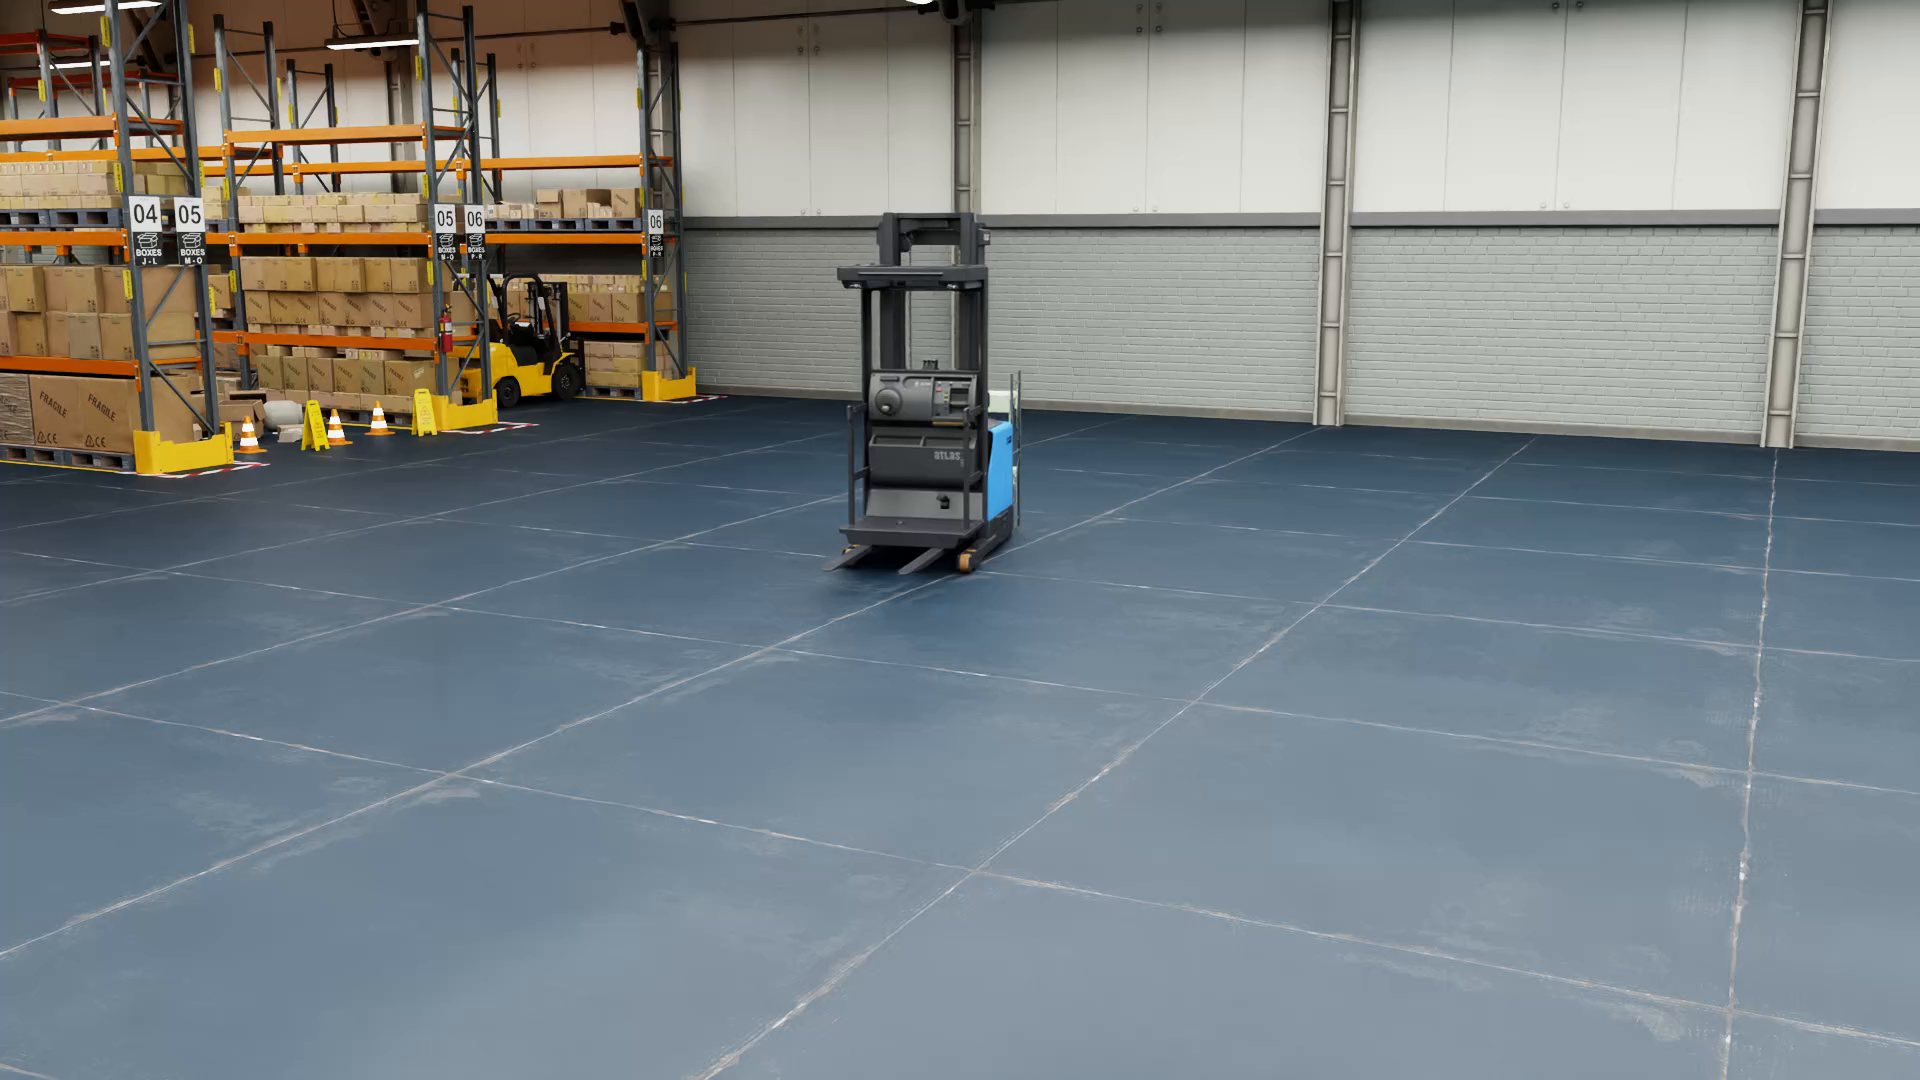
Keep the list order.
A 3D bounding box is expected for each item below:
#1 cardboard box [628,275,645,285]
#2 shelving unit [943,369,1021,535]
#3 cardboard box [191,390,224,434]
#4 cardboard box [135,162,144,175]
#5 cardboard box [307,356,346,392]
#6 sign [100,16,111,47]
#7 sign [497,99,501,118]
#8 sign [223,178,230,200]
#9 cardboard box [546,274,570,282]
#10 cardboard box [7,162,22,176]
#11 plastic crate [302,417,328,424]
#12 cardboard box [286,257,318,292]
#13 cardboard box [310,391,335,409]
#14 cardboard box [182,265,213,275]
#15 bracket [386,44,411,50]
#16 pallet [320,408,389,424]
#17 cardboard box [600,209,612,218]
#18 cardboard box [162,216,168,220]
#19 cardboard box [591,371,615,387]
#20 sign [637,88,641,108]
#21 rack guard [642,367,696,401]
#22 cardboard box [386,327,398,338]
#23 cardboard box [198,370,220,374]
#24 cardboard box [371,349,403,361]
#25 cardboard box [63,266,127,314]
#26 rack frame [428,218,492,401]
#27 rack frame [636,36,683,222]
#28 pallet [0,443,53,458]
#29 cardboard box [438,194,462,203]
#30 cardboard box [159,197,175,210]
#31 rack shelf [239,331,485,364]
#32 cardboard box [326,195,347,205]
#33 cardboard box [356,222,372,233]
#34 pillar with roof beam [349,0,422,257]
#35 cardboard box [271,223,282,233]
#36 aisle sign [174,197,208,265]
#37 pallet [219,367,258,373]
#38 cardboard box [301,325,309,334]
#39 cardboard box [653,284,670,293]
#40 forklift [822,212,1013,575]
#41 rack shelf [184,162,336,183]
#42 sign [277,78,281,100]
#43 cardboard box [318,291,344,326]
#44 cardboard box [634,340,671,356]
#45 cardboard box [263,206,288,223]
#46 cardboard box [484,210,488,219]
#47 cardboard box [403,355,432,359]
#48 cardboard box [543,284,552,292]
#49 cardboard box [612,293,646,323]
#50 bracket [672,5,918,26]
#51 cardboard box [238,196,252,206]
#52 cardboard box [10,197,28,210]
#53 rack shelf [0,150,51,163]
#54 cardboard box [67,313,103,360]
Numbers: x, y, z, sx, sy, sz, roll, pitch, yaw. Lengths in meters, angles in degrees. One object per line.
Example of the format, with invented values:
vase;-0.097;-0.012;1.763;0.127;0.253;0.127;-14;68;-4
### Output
cardboard box;-5.471;-4.450;28.459;0.250;0.149;0.380;5;11;26
shelving unit;0.163;-0.838;15.648;0.755;1.500;0.431;2;11;13
cardboard box;-10.787;-1.793;23.342;0.503;0.637;0.797;5;11;26
cardboard box;-9.731;-4.447;19.963;0.250;0.149;0.380;5;11;26
cardboard box;-9.477;-2.515;25.138;0.500;0.500;0.500;6;12;29
sign;-9.601;-5.714;18.691;0.005;0.325;0.100;5;11;26
sign;-8.376;-7.832;30.172;0.005;0.325;0.100;5;11;26
sign;-11.078;-5.298;25.103;0.005;0.325;0.100;5;11;26
cardboard box;-7.067;-4.593;29.247;0.250;0.149;0.380;5;11;26
cardboard box;-11.169;-4.443;19.938;0.250;0.149;0.380;5;11;26
plastic crate;-9.791;-1.772;24.795;0.583;0.080;0.402;1;10;6
cardboard box;-9.651;-3.994;24.951;0.500;0.500;0.700;5;11;25
cardboard box;-9.466;-2.145;25.204;0.500;0.250;0.500;5;11;25
cardboard box;-11.974;-4.237;26.102;0.250;0.149;0.380;5;11;24
bracket;-10.447;-9.246;30.945;0.430;0.232;0.235;5;11;26
pallet;-9.120;-1.948;25.399;1.213;0.211;1.003;5;11;26
cardboard box;-5.933;-5.566;28.384;0.250;0.149;0.380;5;11;24
cardboard box;-12.332;-5.176;26.225;0.500;0.250;0.500;5;11;27
cardboard box;-6.059;-2.822;28.941;0.500;0.250;0.500;5;11;26
sign;-5.309;-7.306;27.485;0.005;0.325;0.100;5;11;26
rack guard;-5.035;-2.709;28.795;0.348;0.500;1.175;5;11;26
cardboard box;-8.176;-3.045;24.340;0.250;0.149;0.380;5;11;25
cardboard box;-12.578;-2.528;26.976;0.625;0.372;0.950;5;12;28
cardboard box;-8.442;-2.729;24.503;0.250;0.149;0.380;5;12;27
cardboard box;-10.198;-3.019;20.033;0.550;0.550;0.875;5;11;26
rack frame;-7.249;-3.148;24.201;0.127;3.000;1.000;5;11;26
rack frame;-5.056;-6.893;28.048;0.127;3.000;1.000;5;11;26
pallet;-12.288;-1.220;21.378;1.213;0.211;1.003;5;11;26
cardboard box;-7.477;-4.953;24.220;0.250;0.149;0.380;5;11;25
cardboard box;-9.514;-4.036;19.930;0.250;0.149;0.380;5;11;26
rack shelf;-9.043;-2.952;25.136;4.000;0.370;1.077;5;11;26
cardboard box;-9.073;-4.988;24.410;0.250;0.149;0.380;5;12;27
cardboard box;-8.596;-4.567;24.325;0.250;0.149;0.380;5;11;25
pillar with roof beam;-12.567;-6.877;27.960;0.548;9.000;9.100;5;11;26
cardboard box;-10.184;-4.720;25.172;0.250;0.149;0.380;5;11;26
aisle sign;-9.152;-3.671;19.791;0.004;0.787;0.394;5;11;26
pallet;-13.973;-3.360;33.205;1.213;0.211;1.003;5;11;26
cardboard box;-9.735;-3.195;25.165;0.250;0.149;0.380;5;11;26
cardboard box;-5.245;-4.377;28.893;0.250;0.149;0.380;5;11;24
forklift;-0.363;-1.243;13.871;1.130;2.935;3.031;3;11;14
rack shelf;-14.024;-7.130;32.502;4.000;0.370;1.077;5;11;26
sign;-10.580;-6.999;25.789;0.005;0.325;0.100;5;11;26
cardboard box;-9.198;-3.465;24.839;0.500;0.500;0.500;5;11;26
cardboard box;-5.403;-3.355;29.077;0.500;0.250;0.500;5;11;25
cardboard box;-10.096;-4.894;25.013;0.500;0.250;0.500;5;11;25
cardboard box;-8.375;-5.781;29.570;0.250;0.149;0.380;5;12;27
cardboard box;-8.342;-2.521;25.170;0.500;0.500;0.500;5;11;24
cardboard box;-7.096;-4.432;29.196;0.250;0.149;0.380;5;11;25
cardboard box;-5.614;-3.987;28.556;0.500;0.500;0.500;5;11;25
bracket;-2.741;-8.569;27.203;4.783;0.066;0.076;5;11;26
cardboard box;-10.698;-5.131;25.201;0.250;0.149;0.380;5;11;25
cardboard box;-11.164;-4.050;20.008;0.250;0.149;0.380;5;11;27
rack shelf;-16.217;-6.337;28.120;4.000;0.370;1.077;5;11;26
cardboard box;-10.204;-2.485;20.117;0.550;0.550;0.875;5;11;26
